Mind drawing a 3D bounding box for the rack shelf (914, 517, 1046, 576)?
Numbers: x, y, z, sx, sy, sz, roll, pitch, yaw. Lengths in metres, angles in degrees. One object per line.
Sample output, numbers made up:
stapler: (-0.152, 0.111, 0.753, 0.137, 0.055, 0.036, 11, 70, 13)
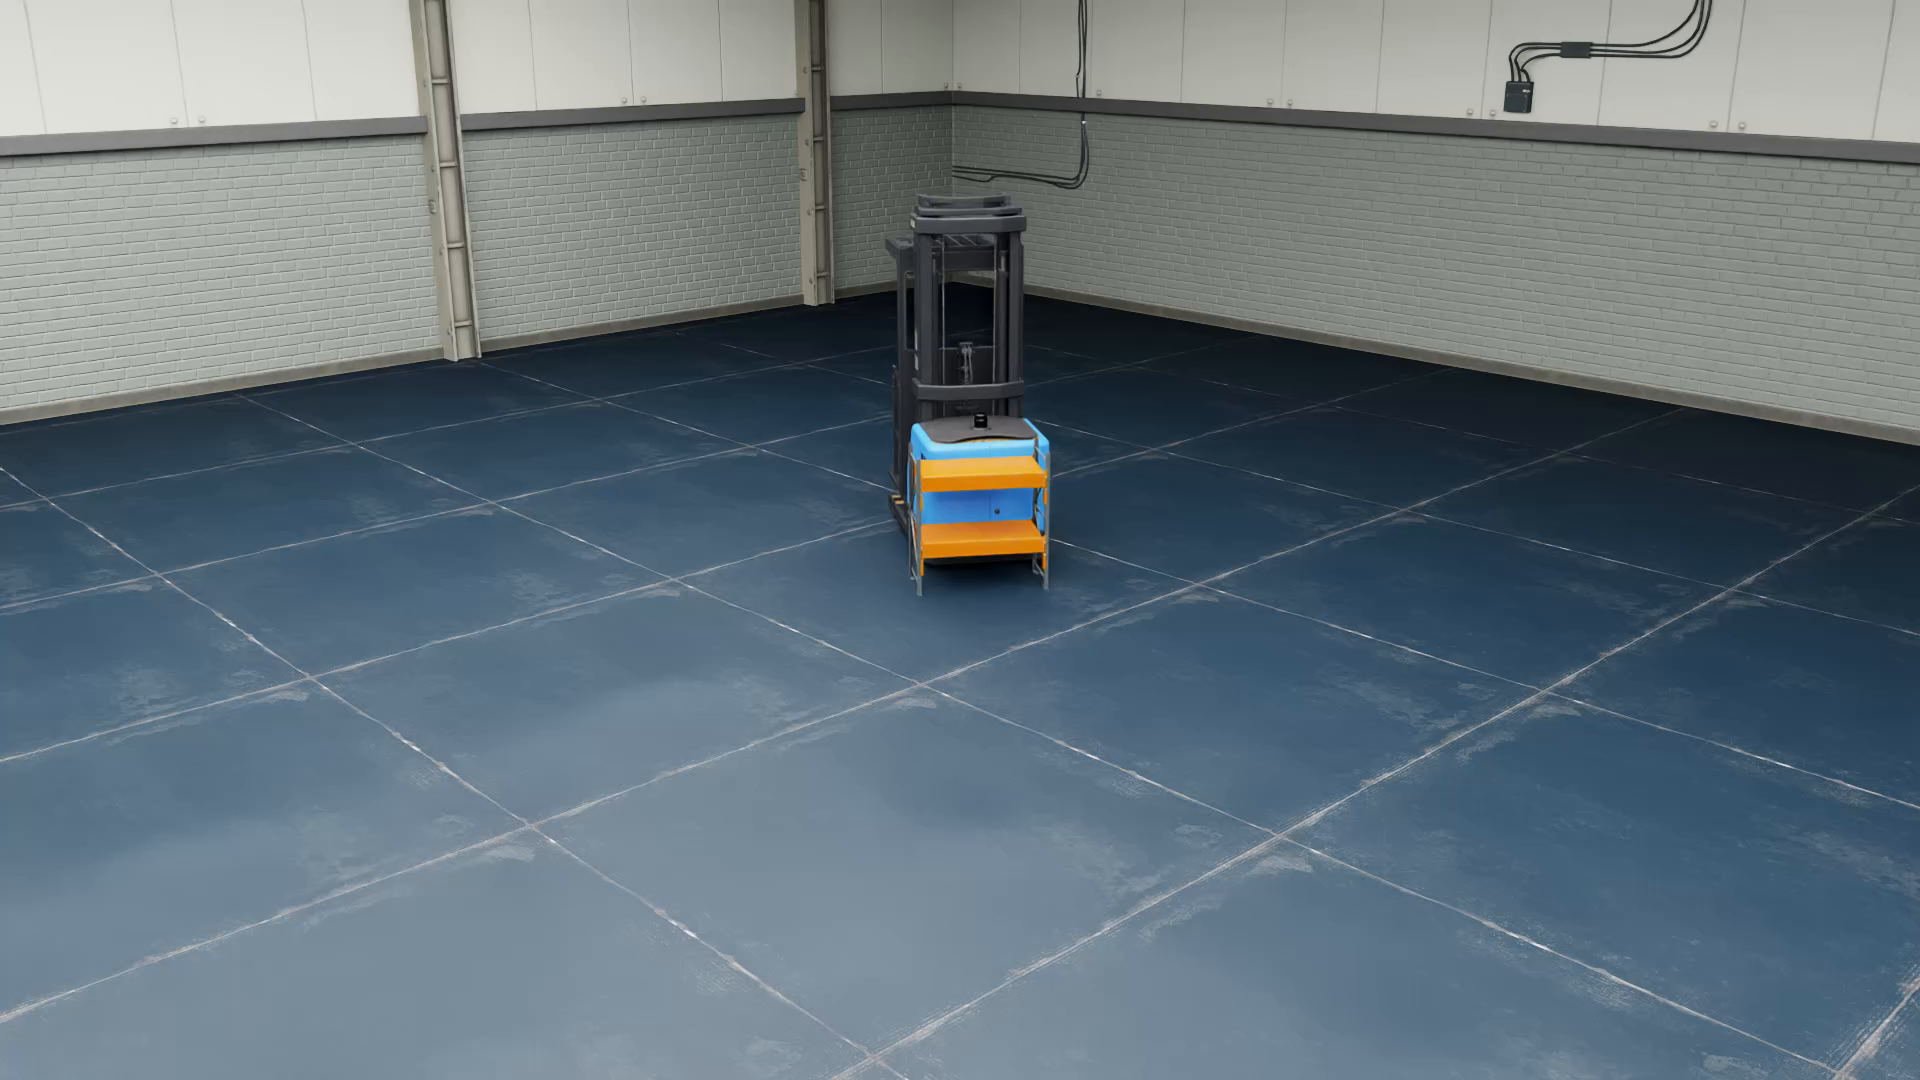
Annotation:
rack shelf: (0.147, 0.045, 13.316, 1.000, 0.278, 0.538, -3, 18, -9)

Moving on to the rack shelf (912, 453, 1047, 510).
rack shelf: (0.147, -0.466, 13.150, 1.000, 0.278, 0.538, -3, 18, -9)

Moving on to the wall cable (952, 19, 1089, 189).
wall cable: (0.857, -6.808, 25.925, 0.112, 2.526, 3.097, -16, 24, -41)

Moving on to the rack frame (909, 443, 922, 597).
rack frame: (-0.355, -0.163, 13.164, 0.032, 1.125, 0.500, -3, 18, -9)

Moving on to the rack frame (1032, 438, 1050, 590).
rack frame: (0.649, -0.213, 13.316, 0.032, 1.125, 0.500, -3, 18, -9)

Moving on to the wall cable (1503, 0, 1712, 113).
wall cable: (7.368, -7.772, 18.350, 0.169, 6.003, 2.305, -16, 24, -41)

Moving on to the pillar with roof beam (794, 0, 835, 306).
pillar with roof beam: (0.765, -6.992, 21.460, 0.400, 9.000, 9.100, -16, 24, -41)

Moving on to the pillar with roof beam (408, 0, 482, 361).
pillar with roof beam: (-3.594, -5.721, 17.538, 0.400, 9.000, 9.100, -16, 24, -41)

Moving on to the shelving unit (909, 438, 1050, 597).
shelving unit: (0.147, -0.188, 13.240, 1.048, 1.125, 0.538, -3, 18, -9)

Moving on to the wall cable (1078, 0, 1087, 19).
wall cable: (2.715, -8.604, 23.277, 0.112, 2.526, 3.097, -16, 24, -41)

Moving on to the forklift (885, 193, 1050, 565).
forklift: (-0.044, -1.602, 14.675, 1.130, 2.935, 3.031, -3, 18, -11)
